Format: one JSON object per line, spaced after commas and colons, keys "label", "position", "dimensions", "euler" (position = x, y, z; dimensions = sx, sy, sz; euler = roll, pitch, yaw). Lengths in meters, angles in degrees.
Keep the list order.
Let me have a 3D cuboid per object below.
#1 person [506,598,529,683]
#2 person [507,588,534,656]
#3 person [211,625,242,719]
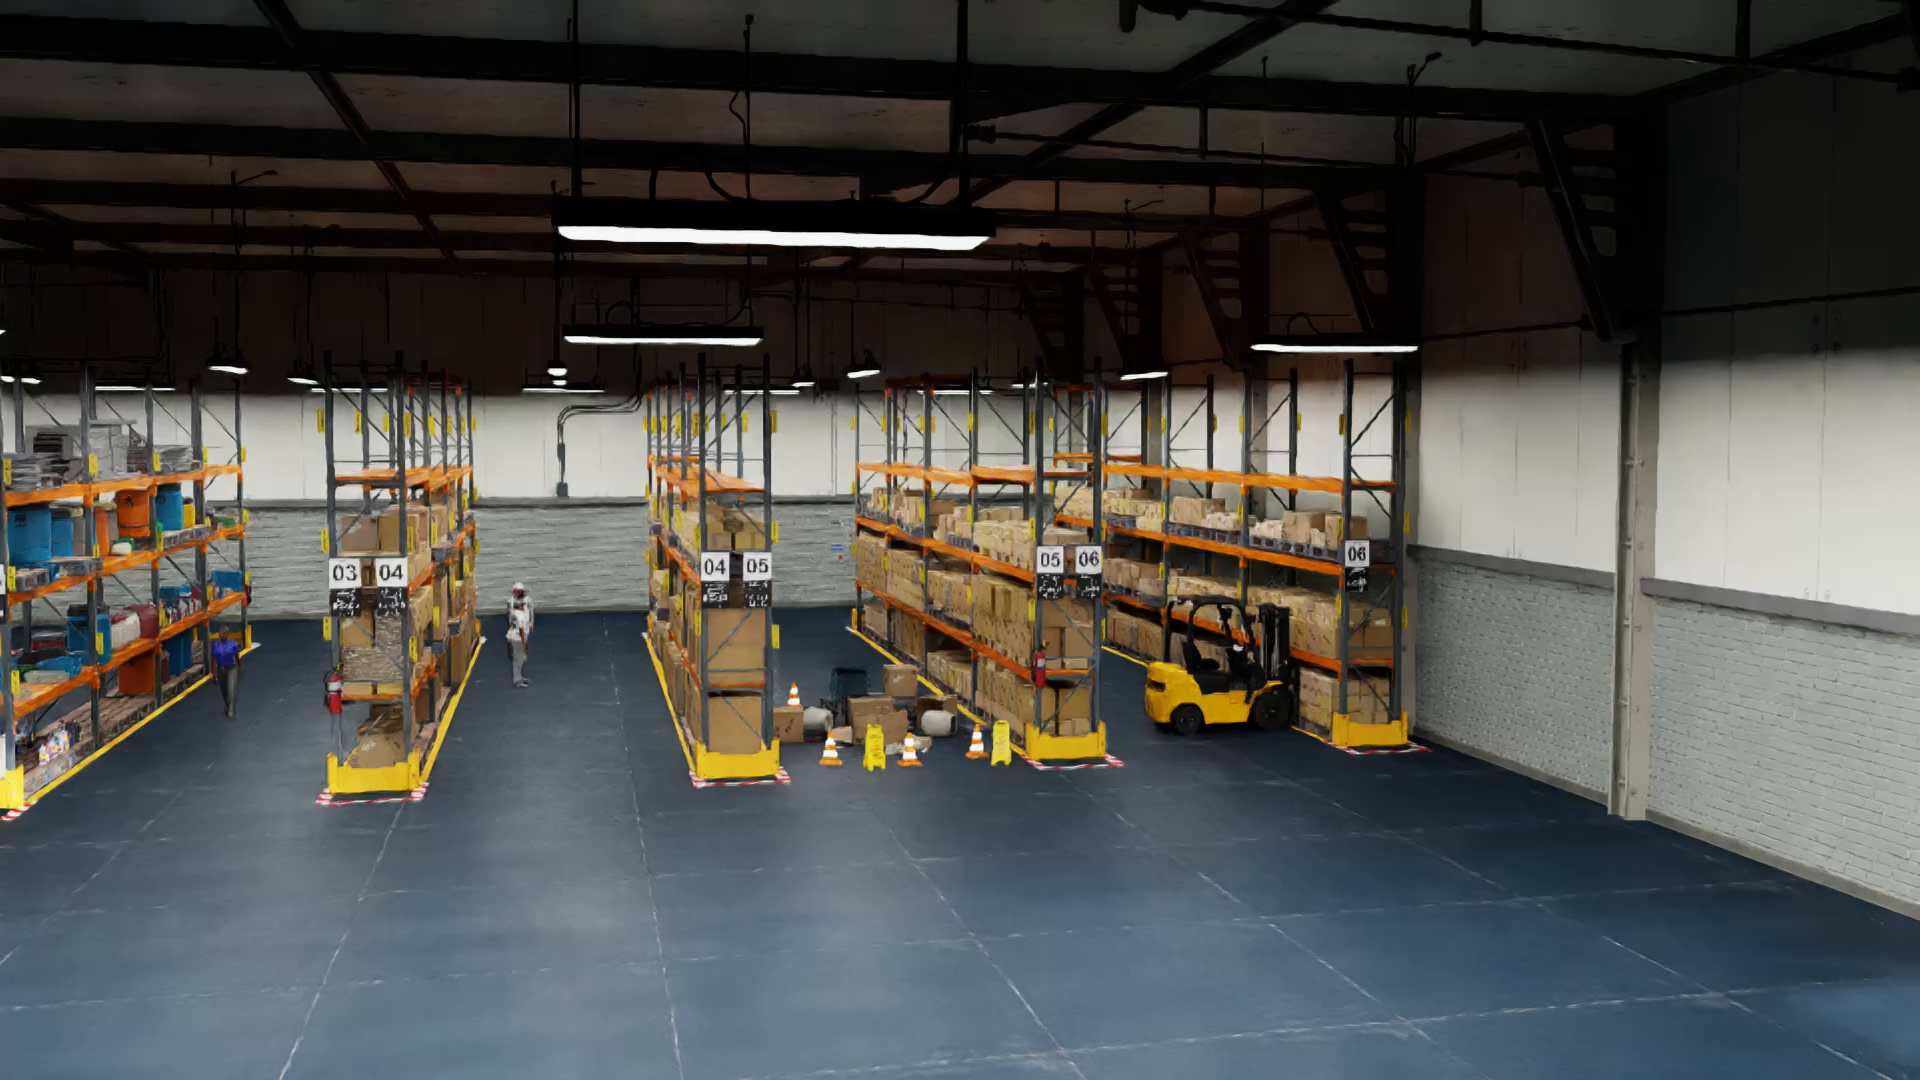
{"label": "person", "position": [-8.448, 1.905, 31.817], "dimensions": [0.401, 1.590, 0.502], "euler": [-3, 5, -35]}
{"label": "person", "position": [-9.159, 1.729, 34.685], "dimensions": [0.553, 1.620, 0.861], "euler": [-1, 4, -15]}
{"label": "person", "position": [-12.537, 2.225, 28.369], "dimensions": [0.447, 1.574, 1.088], "euler": [-1, 4, -11]}
